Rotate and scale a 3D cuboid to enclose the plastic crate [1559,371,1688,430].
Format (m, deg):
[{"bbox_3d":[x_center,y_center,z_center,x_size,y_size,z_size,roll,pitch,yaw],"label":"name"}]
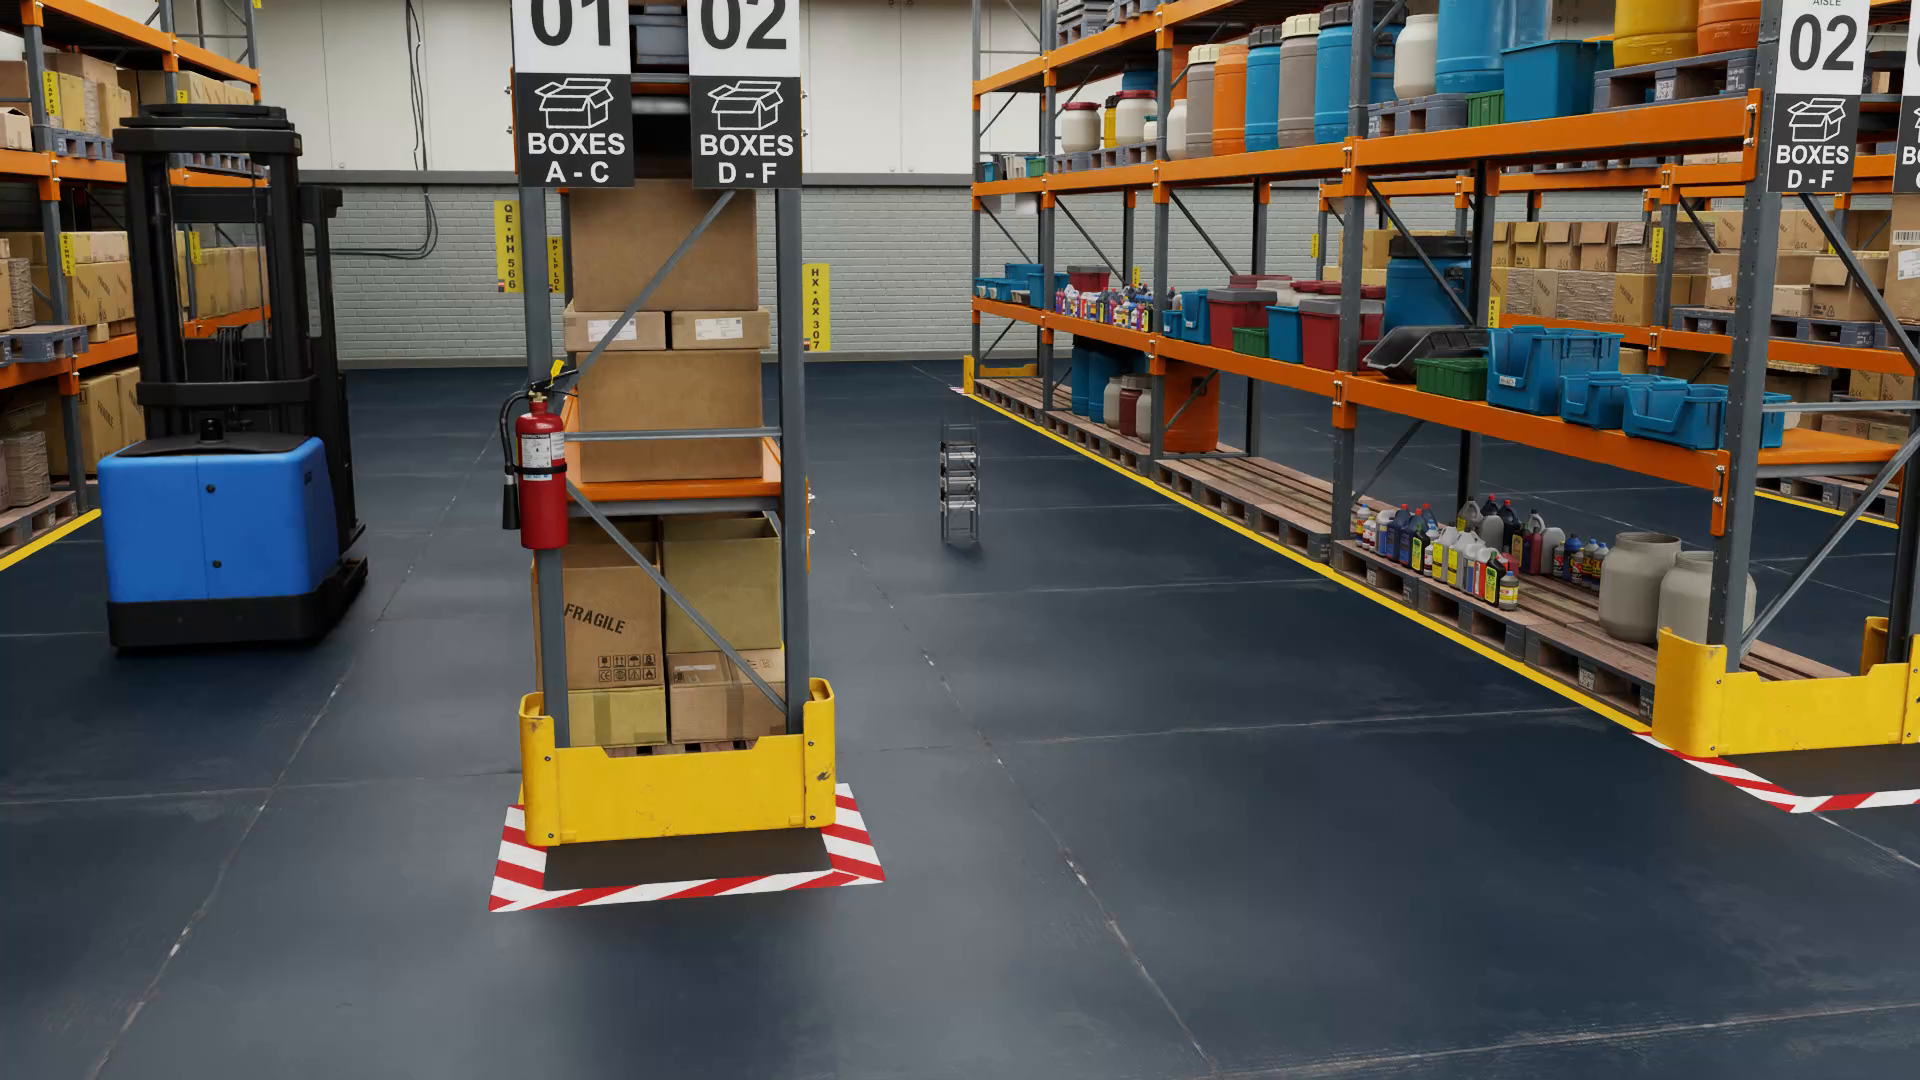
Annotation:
[{"bbox_3d":[3.265,-0.693,8.215,0.499,0.251,0.408,-2,11,-11],"label":"plastic crate"}]

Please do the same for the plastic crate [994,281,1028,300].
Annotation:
[{"bbox_3d":[0.646,-3.149,21.007,0.416,0.233,0.300,-2,11,-11],"label":"plastic crate"}]

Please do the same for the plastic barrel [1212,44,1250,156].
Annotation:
[{"bbox_3d":[2.295,-3.439,13.074,0.600,0.830,0.708,-2,11,-11],"label":"plastic barrel"}]

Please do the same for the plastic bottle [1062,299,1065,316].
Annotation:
[{"bbox_3d":[1.162,-2.542,18.060,0.097,0.201,0.097,0,11,0],"label":"plastic bottle"}]

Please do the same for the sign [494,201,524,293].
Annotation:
[{"bbox_3d":[-1.618,-1.055,5.985,0.100,0.325,0.005,-2,11,-11],"label":"sign"}]

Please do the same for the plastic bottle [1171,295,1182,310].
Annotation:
[{"bbox_3d":[2.184,-2.318,16.684,0.152,0.276,0.135,-2,11,-11],"label":"plastic bottle"}]

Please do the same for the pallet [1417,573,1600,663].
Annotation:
[{"bbox_3d":[3.329,0.419,9.431,1.003,0.211,1.213,-2,11,-11],"label":"pallet"}]

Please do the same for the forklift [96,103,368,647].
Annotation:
[{"bbox_3d":[-4.323,-1.094,10.107,1.130,2.935,3.031,-2,11,-12],"label":"forklift"}]

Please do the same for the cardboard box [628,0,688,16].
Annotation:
[{"bbox_3d":[-1.191,-2.292,6.418,0.797,0.503,0.637,-1,11,-7],"label":"cardboard box"}]

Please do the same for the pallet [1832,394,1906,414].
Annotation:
[{"bbox_3d":[11.339,-1.596,20.019,1.003,0.211,1.213,-2,11,-11],"label":"pallet"}]

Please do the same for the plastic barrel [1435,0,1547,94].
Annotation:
[{"bbox_3d":[3.087,-3.039,9.657,0.600,0.901,0.708,-2,11,-11],"label":"plastic barrel"}]

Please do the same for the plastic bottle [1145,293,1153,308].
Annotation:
[{"bbox_3d":[1.958,-2.409,17.173,0.097,0.271,0.097,0,11,0],"label":"plastic bottle"}]

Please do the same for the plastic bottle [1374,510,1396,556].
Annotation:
[{"bbox_3d":[2.720,-0.045,10.520,0.152,0.276,0.135,-2,11,-9],"label":"plastic bottle"}]

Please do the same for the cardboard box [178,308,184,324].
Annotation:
[{"bbox_3d":[-7.860,-2.196,16.330,0.380,0.149,0.250,-2,11,-10],"label":"cardboard box"}]

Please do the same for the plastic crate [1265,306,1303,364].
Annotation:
[{"bbox_3d":[2.479,-1.483,12.008,0.392,0.384,0.575,-2,11,-11],"label":"plastic crate"}]

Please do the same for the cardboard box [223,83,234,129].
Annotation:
[{"bbox_3d":[-8.447,-4.852,18.650,0.500,0.500,0.500,-3,11,-14],"label":"cardboard box"}]

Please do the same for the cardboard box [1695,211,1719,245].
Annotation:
[{"bbox_3d":[10.418,-4.249,22.759,0.500,0.500,0.500,-2,11,-12],"label":"cardboard box"}]

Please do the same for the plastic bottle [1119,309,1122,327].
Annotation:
[{"bbox_3d":[1.579,-2.148,15.991,0.097,0.201,0.097,0,11,0],"label":"plastic bottle"}]

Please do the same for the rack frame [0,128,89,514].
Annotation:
[{"bbox_3d":[-7.497,-1.673,12.965,1.000,3.000,0.127,-2,11,-11],"label":"rack frame"}]

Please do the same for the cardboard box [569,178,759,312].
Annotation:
[{"bbox_3d":[-1.172,-1.169,6.579,0.700,0.500,0.500,-2,11,-11],"label":"cardboard box"}]

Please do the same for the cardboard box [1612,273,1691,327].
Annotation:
[{"bbox_3d":[6.740,-2.344,16.223,0.500,0.500,0.500,-2,11,-9],"label":"cardboard box"}]

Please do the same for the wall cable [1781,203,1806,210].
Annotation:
[{"bbox_3d":[15.513,-5.627,31.022,0.588,1.984,0.122,-2,11,-11],"label":"wall cable"}]

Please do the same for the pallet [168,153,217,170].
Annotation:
[{"bbox_3d":[-8.424,-3.987,17.337,1.003,0.211,1.213,-2,11,-11],"label":"pallet"}]

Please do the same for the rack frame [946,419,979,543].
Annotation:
[{"bbox_3d":[0.018,-0.425,12.022,0.240,0.900,0.006,-2,11,-11],"label":"rack frame"}]

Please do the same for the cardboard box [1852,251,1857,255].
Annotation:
[{"bbox_3d":[10.811,-3.395,19.970,0.380,0.149,0.250,-2,11,-8],"label":"cardboard box"}]

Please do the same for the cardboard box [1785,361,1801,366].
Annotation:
[{"bbox_3d":[10.773,-2.308,21.212,0.380,0.149,0.250,-2,11,-10],"label":"cardboard box"}]

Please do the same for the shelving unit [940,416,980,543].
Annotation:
[{"bbox_3d":[-0.002,-0.444,12.120,0.258,0.900,0.210,-2,11,-11],"label":"shelving unit"}]

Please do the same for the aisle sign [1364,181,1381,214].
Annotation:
[{"bbox_3d":[5.803,-4.982,23.396,0.394,0.787,0.004,-2,11,-11],"label":"aisle sign"}]

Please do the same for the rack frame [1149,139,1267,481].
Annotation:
[{"bbox_3d":[2.221,-2.033,14.858,1.000,3.000,0.127,-2,11,-11],"label":"rack frame"}]

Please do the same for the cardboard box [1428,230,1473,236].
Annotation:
[{"bbox_3d":[5.949,-3.463,19.966,0.500,0.500,0.500,-2,11,-9],"label":"cardboard box"}]

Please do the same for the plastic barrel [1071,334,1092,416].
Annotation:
[{"bbox_3d":[1.532,-1.842,18.341,0.600,0.901,0.708,-2,11,-11],"label":"plastic barrel"}]

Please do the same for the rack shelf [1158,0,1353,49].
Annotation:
[{"bbox_3d":[2.610,-4.064,12.474,1.077,0.370,4.000,-2,11,-11],"label":"rack shelf"}]

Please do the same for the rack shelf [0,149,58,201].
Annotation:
[{"bbox_3d":[-7.108,-2.426,10.824,1.077,0.370,4.000,-2,11,-11],"label":"rack shelf"}]

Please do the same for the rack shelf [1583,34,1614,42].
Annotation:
[{"bbox_3d":[6.690,-4.978,17.275,1.077,0.370,4.000,-2,11,-11],"label":"rack shelf"}]

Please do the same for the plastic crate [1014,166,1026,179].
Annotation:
[{"bbox_3d":[0.822,-4.330,19.609,0.293,0.136,0.466,-2,11,-11],"label":"plastic crate"}]

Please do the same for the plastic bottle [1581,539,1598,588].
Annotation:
[{"bbox_3d":[3.643,0.133,9.596,0.097,0.271,0.097,0,11,0],"label":"plastic bottle"}]

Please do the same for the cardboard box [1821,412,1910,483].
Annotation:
[{"bbox_3d":[7.575,-0.772,13.740,0.700,0.500,0.500,-3,11,-16],"label":"cardboard box"}]

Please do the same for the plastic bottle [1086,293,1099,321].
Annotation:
[{"bbox_3d":[1.384,-2.395,17.089,0.152,0.276,0.135,-2,11,-11],"label":"plastic bottle"}]

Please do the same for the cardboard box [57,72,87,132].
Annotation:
[{"bbox_3d":[-7.897,-3.696,14.126,0.700,0.500,0.500,-2,11,-8],"label":"cardboard box"}]

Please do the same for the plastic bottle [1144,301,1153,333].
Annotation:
[{"bbox_3d":[1.723,-2.035,15.177,0.061,0.283,0.133,-2,11,-11],"label":"plastic bottle"}]

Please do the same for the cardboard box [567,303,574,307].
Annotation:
[{"bbox_3d":[-1.446,-0.912,6.966,0.380,0.149,0.250,-2,11,-12],"label":"cardboard box"}]

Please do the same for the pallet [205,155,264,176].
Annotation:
[{"bbox_3d":[-8.899,-4.435,19.689,1.003,0.211,1.213,-2,11,-11],"label":"pallet"}]

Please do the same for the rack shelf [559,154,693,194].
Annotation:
[{"bbox_3d":[-2.250,-2.607,11.774,1.077,0.370,4.000,-2,11,-11],"label":"rack shelf"}]

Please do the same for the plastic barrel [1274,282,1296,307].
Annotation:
[{"bbox_3d":[2.712,-1.830,13.491,0.421,0.512,0.421,0,11,0],"label":"plastic barrel"}]

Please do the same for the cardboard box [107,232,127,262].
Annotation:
[{"bbox_3d":[-7.539,-2.529,14.341,0.500,0.250,0.500,-2,11,-11],"label":"cardboard box"}]

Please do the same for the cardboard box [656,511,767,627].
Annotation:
[{"bbox_3d":[-1.178,0.100,7.874,0.500,0.500,0.500,-2,11,-11],"label":"cardboard box"}]

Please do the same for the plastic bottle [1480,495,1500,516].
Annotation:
[{"bbox_3d":[3.406,-0.107,10.644,0.144,0.351,0.185,-2,11,-13],"label":"plastic bottle"}]

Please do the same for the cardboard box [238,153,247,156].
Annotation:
[{"bbox_3d":[-8.548,-4.576,19.202,0.500,0.250,0.500,-3,11,-13],"label":"cardboard box"}]

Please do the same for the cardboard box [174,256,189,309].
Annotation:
[{"bbox_3d":[-7.938,-2.536,16.383,0.500,0.500,0.500,-2,11,-12],"label":"cardboard box"}]

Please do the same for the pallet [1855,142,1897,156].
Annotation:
[{"bbox_3d":[7.637,-3.168,13.301,1.213,0.211,1.003,-2,11,-11],"label":"pallet"}]

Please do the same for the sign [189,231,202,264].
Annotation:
[{"bbox_3d":[-7.745,-2.958,16.831,0.100,0.325,0.005,-2,11,-11],"label":"sign"}]

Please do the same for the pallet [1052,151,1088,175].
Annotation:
[{"bbox_3d":[1.691,-4.008,17.713,1.213,0.211,1.003,-2,11,-11],"label":"pallet"}]

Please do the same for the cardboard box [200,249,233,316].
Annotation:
[{"bbox_3d":[-8.501,-2.788,18.021,0.980,0.700,0.700,-2,11,-12],"label":"cardboard box"}]

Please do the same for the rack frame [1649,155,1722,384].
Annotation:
[{"bbox_3d":[7.079,-2.214,15.804,1.000,3.000,0.127,-2,11,-11],"label":"rack frame"}]

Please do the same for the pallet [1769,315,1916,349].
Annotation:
[{"bbox_3d":[7.504,-1.758,13.922,1.003,0.211,1.213,-2,11,-11],"label":"pallet"}]

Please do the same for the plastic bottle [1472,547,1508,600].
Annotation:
[{"bbox_3d":[2.967,0.188,9.296,0.152,0.276,0.135,-2,11,-11],"label":"plastic bottle"}]

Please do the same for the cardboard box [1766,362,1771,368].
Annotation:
[{"bbox_3d":[10.726,-2.254,21.724,0.380,0.149,0.250,-2,11,-10],"label":"cardboard box"}]

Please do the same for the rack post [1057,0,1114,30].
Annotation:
[{"bbox_3d":[1.576,-5.521,17.340,0.937,0.300,0.954,-2,11,-12],"label":"rack post"}]
